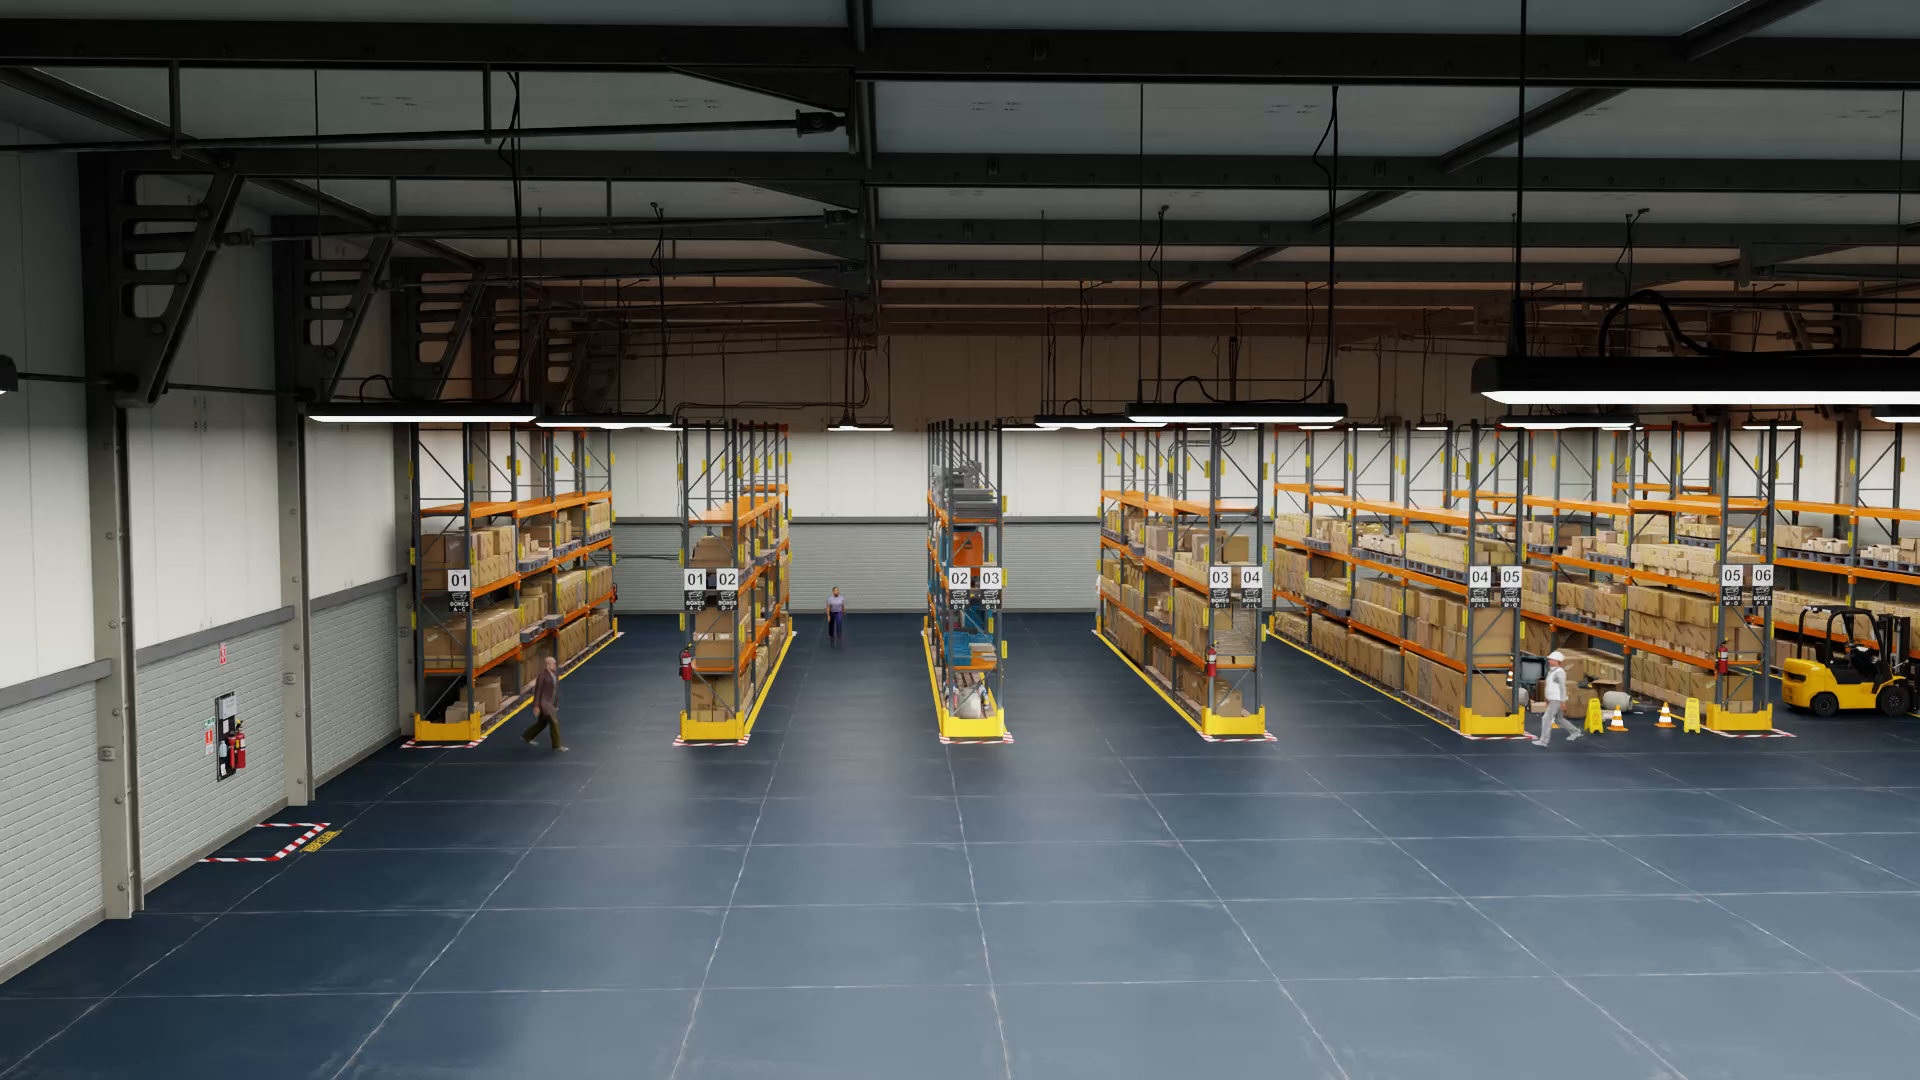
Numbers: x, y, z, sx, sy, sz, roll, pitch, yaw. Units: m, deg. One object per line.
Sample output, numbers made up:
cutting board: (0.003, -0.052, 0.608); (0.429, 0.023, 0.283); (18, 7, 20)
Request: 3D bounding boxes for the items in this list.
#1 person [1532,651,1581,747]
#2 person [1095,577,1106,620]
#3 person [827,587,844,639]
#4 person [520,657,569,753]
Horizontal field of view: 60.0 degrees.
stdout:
person: (10.936, 2.903, 30.408); (0.999, 1.738, 0.543); (0, 4, -3)
person: (4.398, 1.678, 50.499); (0.472, 1.646, 0.933); (-3, 5, -36)
person: (-3.319, 1.990, 44.331); (0.472, 1.320, 1.043); (0, 4, -3)
person: (-7.464, 2.994, 29.884); (1.177, 1.606, 0.609); (1, 4, 21)
